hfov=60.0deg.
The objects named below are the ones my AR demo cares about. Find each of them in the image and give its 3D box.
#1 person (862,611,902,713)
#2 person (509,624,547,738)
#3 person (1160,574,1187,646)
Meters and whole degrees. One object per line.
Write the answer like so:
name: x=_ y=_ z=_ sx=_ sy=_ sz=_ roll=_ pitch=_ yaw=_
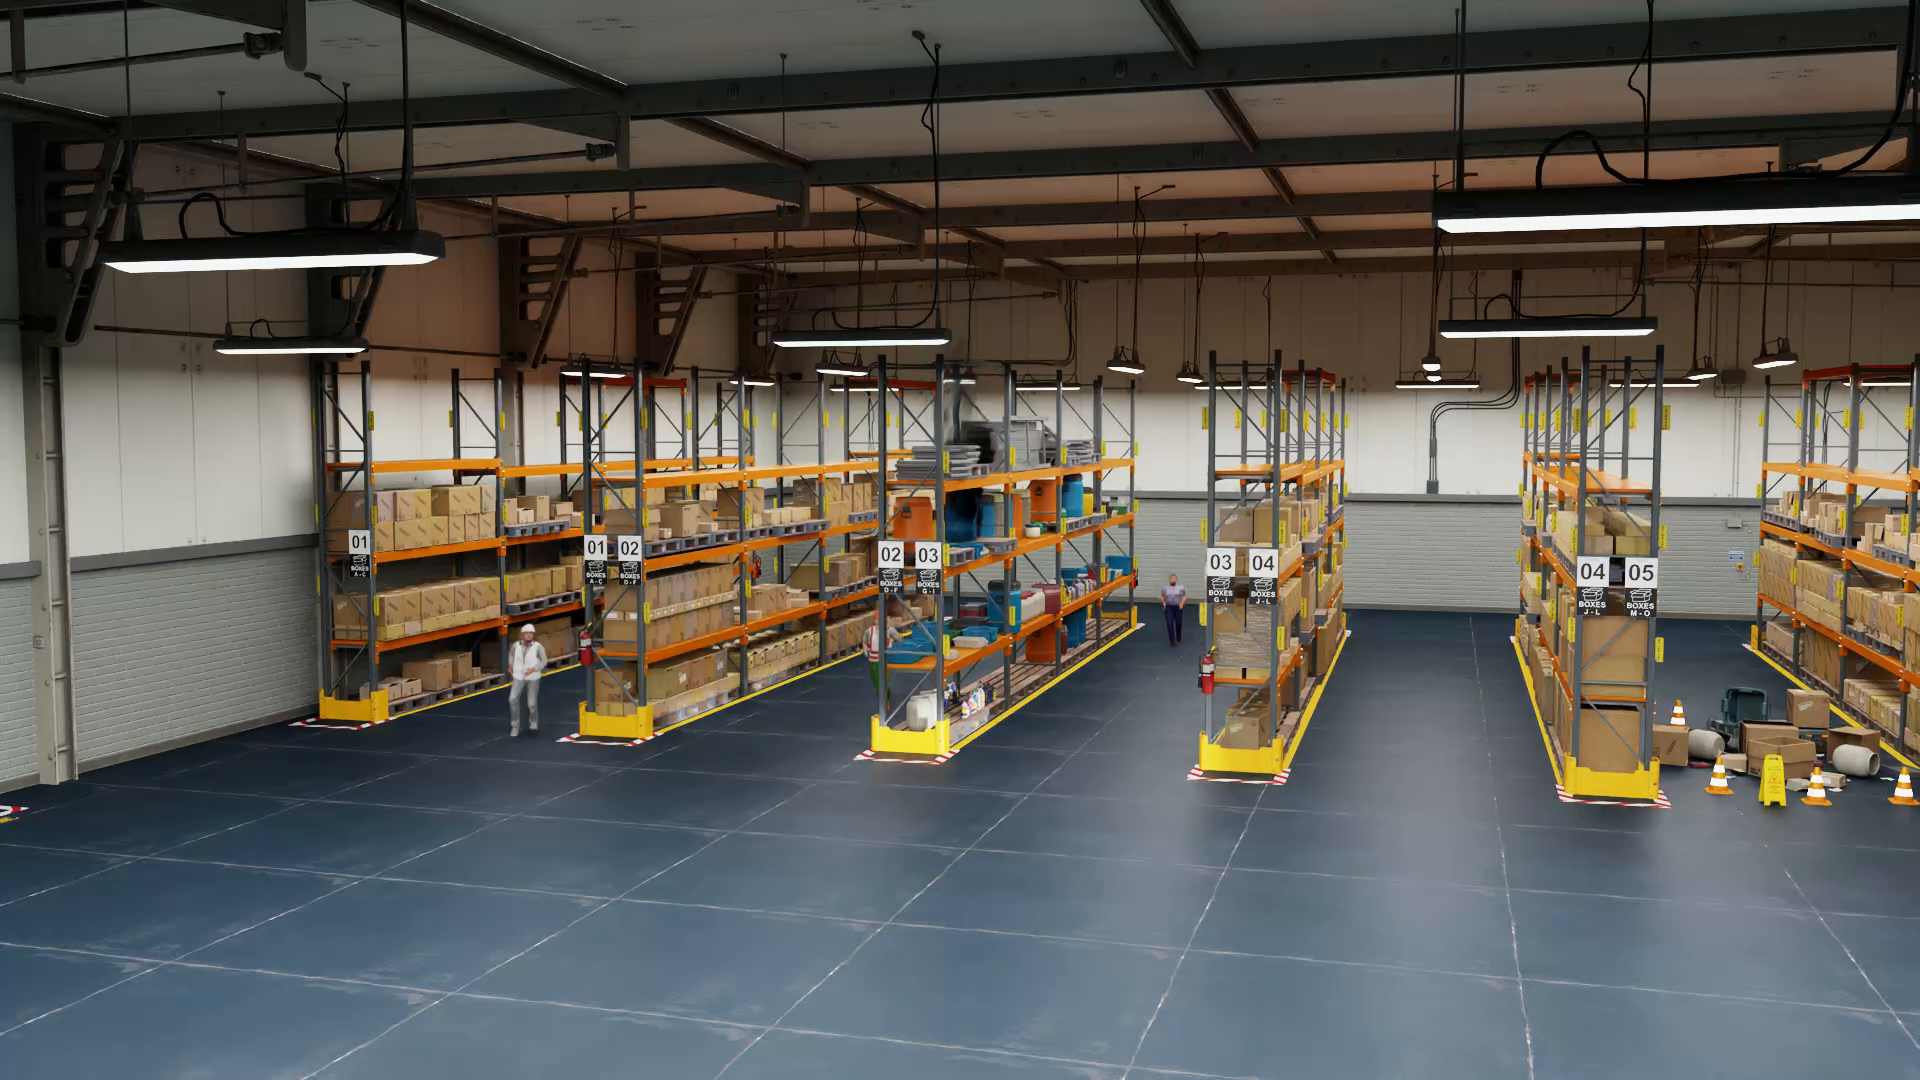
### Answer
person: x=-1.377 y=2.085 z=28.423 sx=0.648 sy=1.759 sz=0.640 roll=1 pitch=4 yaw=15
person: x=-6.917 y=2.234 z=26.569 sx=0.661 sy=1.805 sz=0.717 roll=0 pitch=4 yaw=-1
person: x=4.754 y=1.556 z=37.060 sx=0.586 sy=1.601 sz=0.524 roll=1 pitch=4 yaw=10
